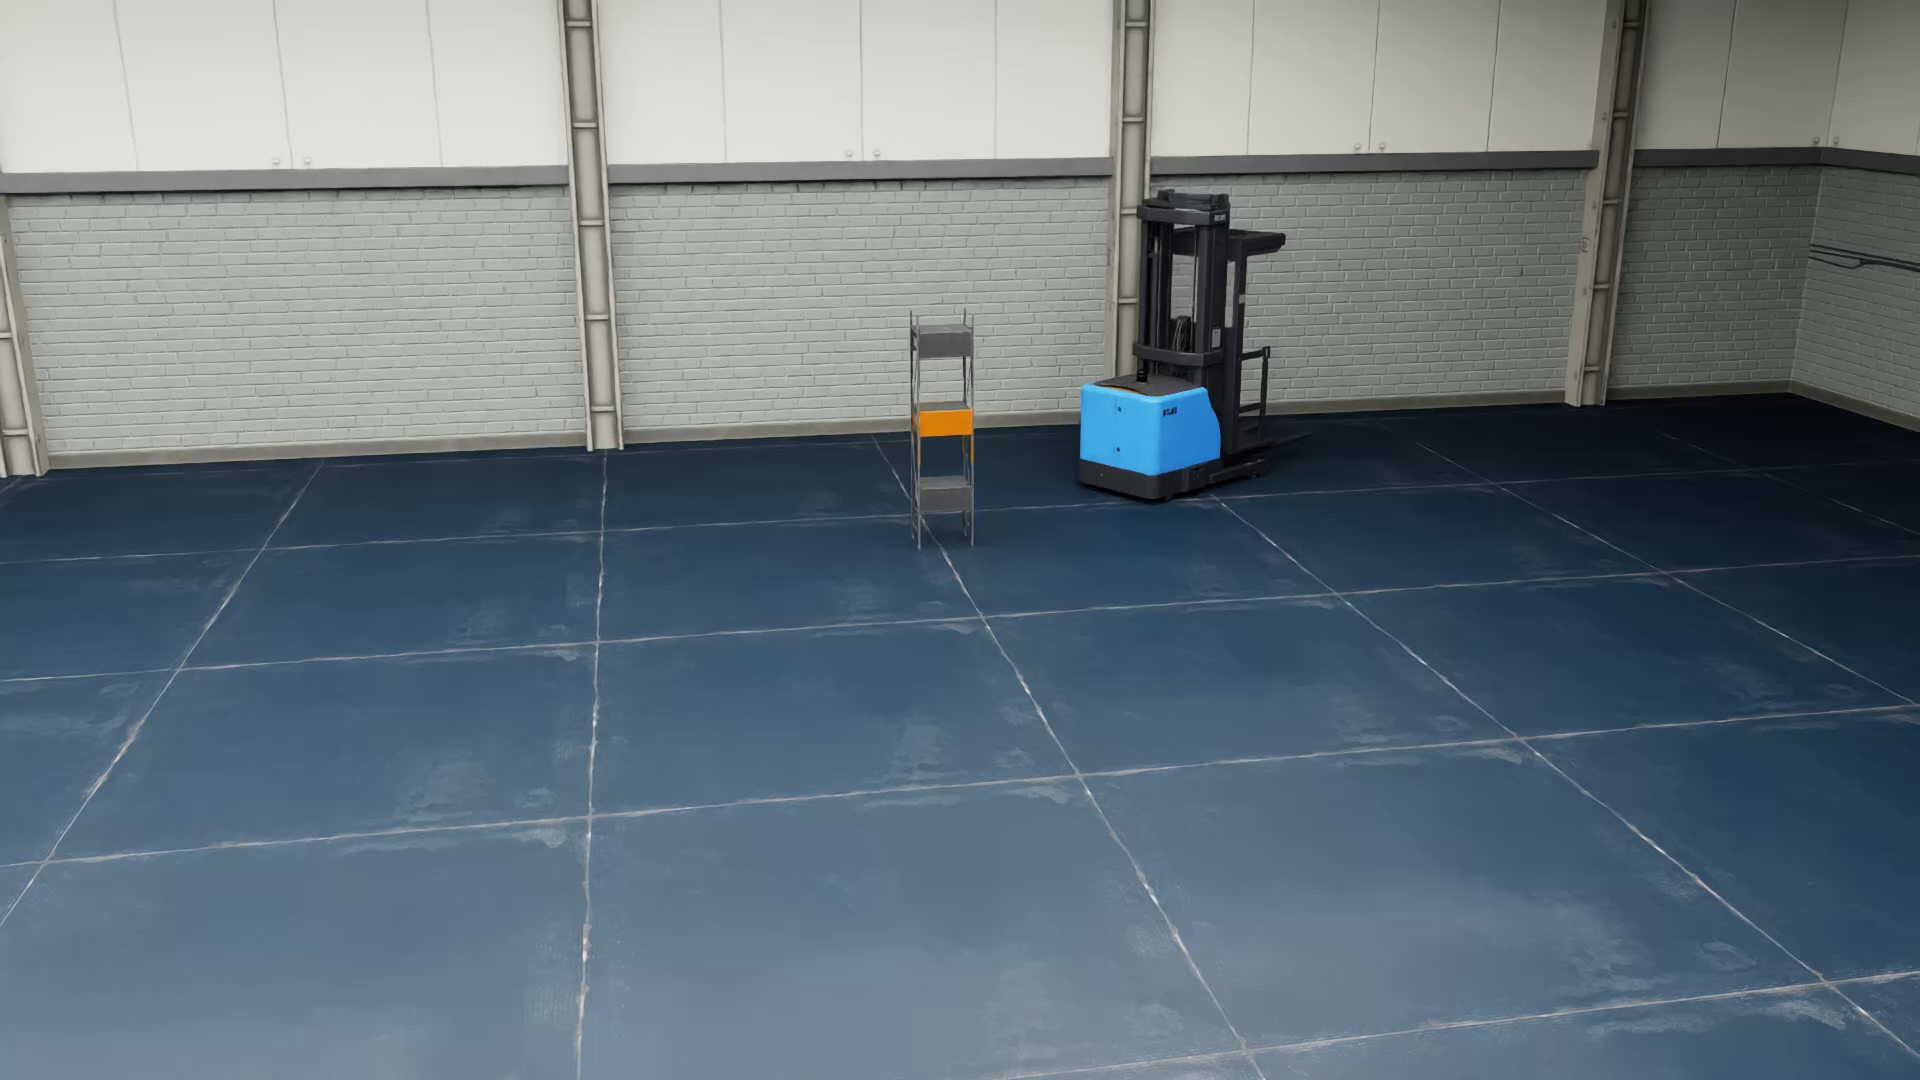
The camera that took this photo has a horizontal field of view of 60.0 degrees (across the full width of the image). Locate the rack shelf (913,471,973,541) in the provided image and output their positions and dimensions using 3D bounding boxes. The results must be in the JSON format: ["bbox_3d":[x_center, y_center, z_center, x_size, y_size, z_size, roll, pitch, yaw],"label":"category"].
[{"bbox_3d":[-0.163,-0.312,15.121,0.480,0.518,0.431,-3,17,-10],"label":"rack shelf"}]

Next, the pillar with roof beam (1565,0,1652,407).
[{"bbox_3d":[8.630,-4.770,15.455,0.400,9.000,9.100,-3,17,-10],"label":"pillar with roof beam"}]

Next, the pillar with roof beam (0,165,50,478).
[{"bbox_3d":[-9.043,-3.768,12.191,0.400,9.000,9.100,-3,17,-10],"label":"pillar with roof beam"}]

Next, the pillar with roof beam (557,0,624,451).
[{"bbox_3d":[-3.152,-4.102,13.279,0.400,9.000,9.100,-3,17,-10],"label":"pillar with roof beam"}]

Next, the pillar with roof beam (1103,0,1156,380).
[{"bbox_3d":[2.739,-4.436,14.367,0.400,9.000,9.100,-3,17,-10],"label":"pillar with roof beam"}]

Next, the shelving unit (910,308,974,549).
[{"bbox_3d":[-0.163,-0.995,14.912,0.503,2.100,0.431,-3,17,-10],"label":"shelving unit"}]

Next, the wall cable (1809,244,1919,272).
[{"bbox_3d":[10.956,-4.310,19.244,0.112,2.526,3.097,-3,17,-10],"label":"wall cable"}]

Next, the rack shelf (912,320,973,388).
[{"bbox_3d":[-0.163,-1.651,14.710,0.480,0.518,0.431,-3,17,-10],"label":"rack shelf"}]

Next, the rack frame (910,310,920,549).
[{"bbox_3d":[-0.402,-0.981,14.867,0.015,2.100,0.400,-3,17,-10],"label":"rack frame"}]

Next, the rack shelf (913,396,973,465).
[{"bbox_3d":[-0.163,-0.981,14.916,0.480,0.518,0.431,-3,17,-10],"label":"rack shelf"}]

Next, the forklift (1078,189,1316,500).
[{"bbox_3d":[2.615,-2.140,17.227,3.031,2.935,1.130,-16,23,-42],"label":"forklift"}]

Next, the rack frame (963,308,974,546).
[{"bbox_3d":[0.077,-1.008,14.956,0.015,2.100,0.400,-3,17,-10],"label":"rack frame"}]
